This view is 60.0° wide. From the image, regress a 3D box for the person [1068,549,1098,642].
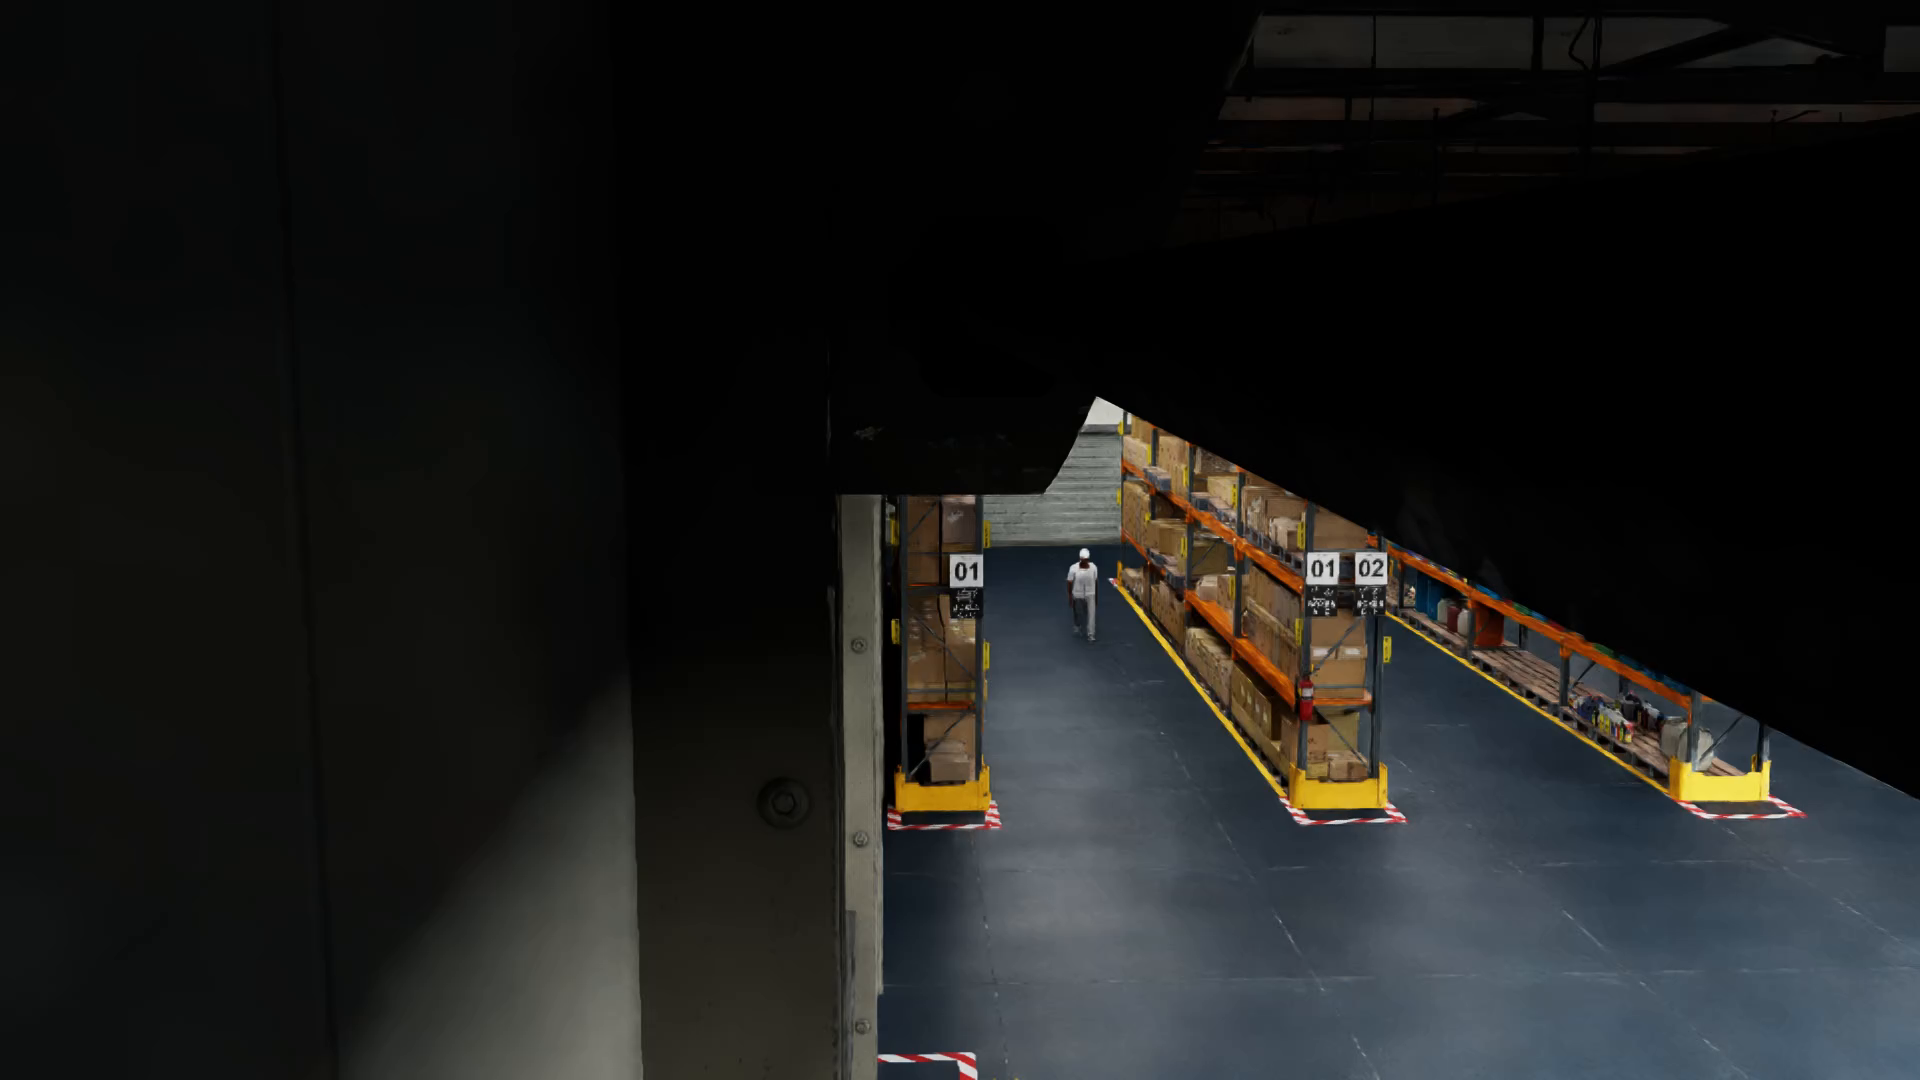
[{"bbox_3d":[2.262,0.989,30.548,0.577,1.691,1.121,0,8,0],"label":"person"}]
